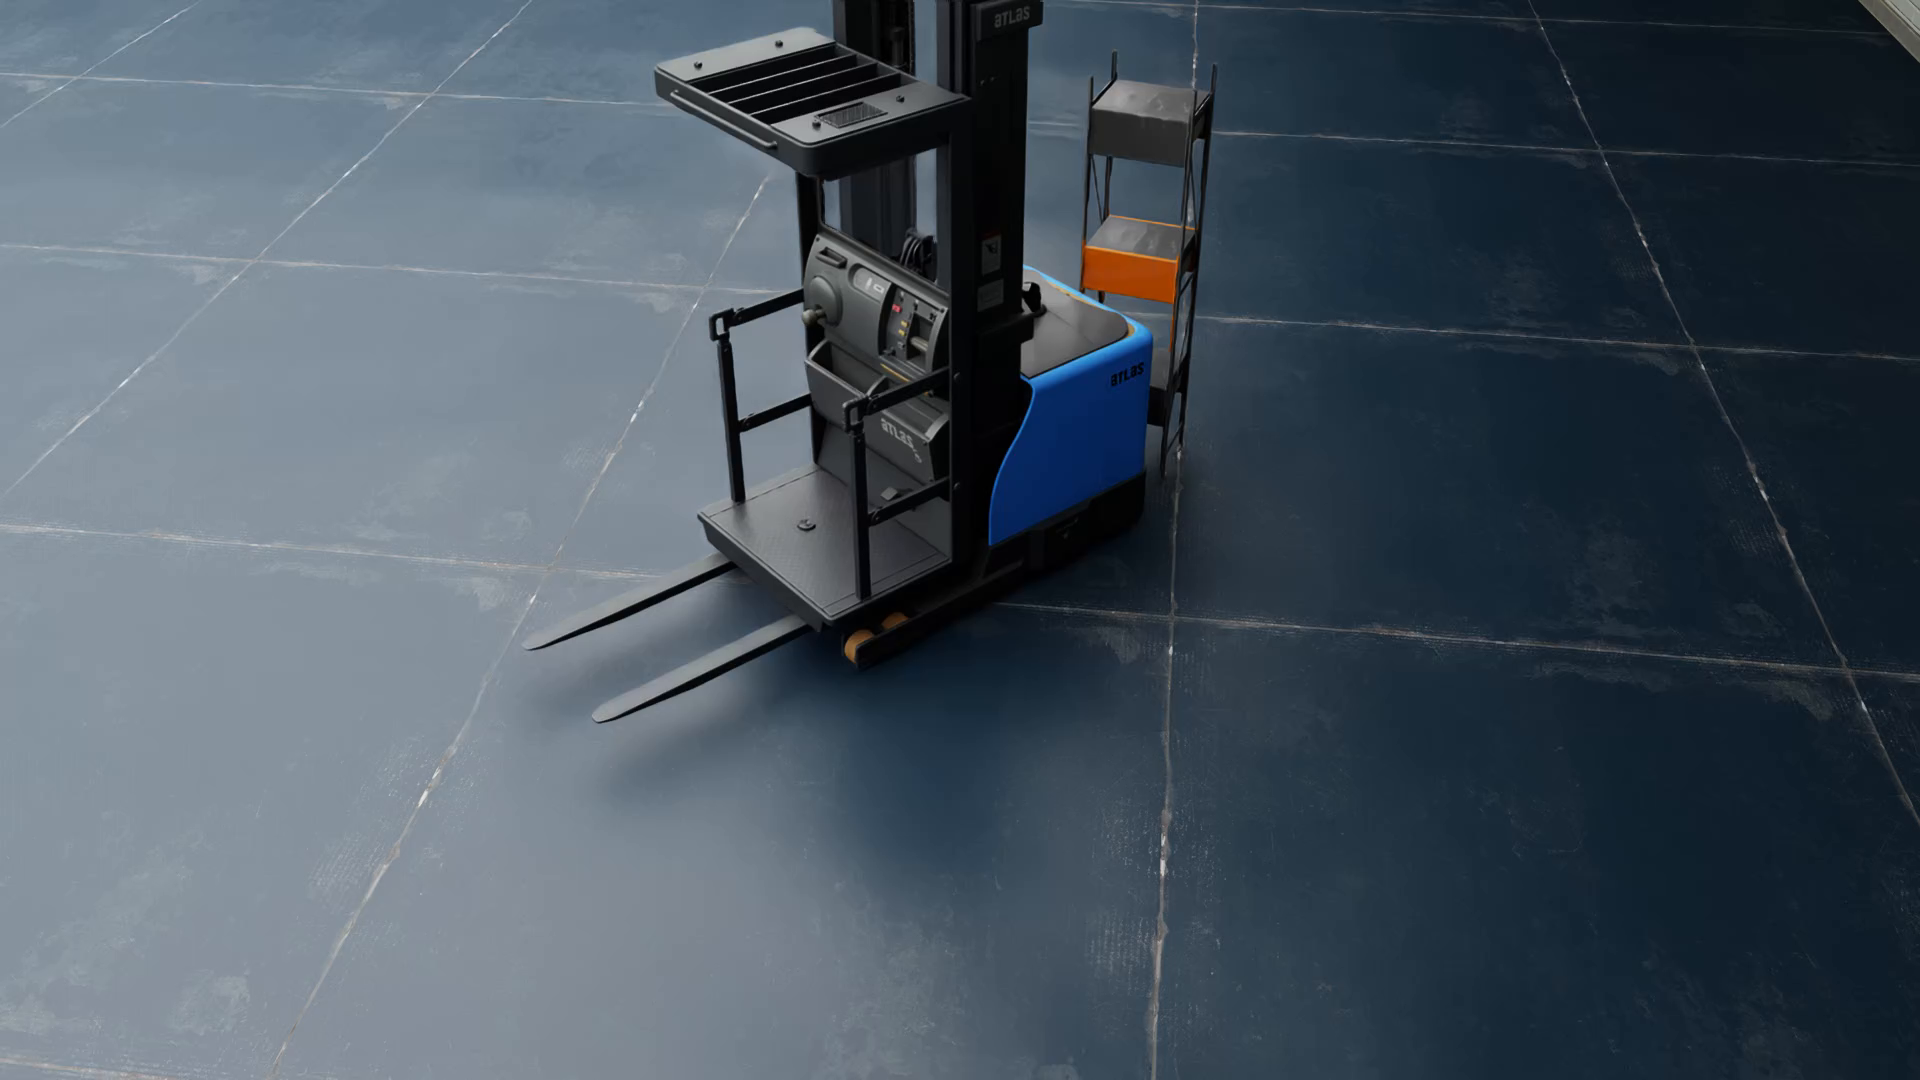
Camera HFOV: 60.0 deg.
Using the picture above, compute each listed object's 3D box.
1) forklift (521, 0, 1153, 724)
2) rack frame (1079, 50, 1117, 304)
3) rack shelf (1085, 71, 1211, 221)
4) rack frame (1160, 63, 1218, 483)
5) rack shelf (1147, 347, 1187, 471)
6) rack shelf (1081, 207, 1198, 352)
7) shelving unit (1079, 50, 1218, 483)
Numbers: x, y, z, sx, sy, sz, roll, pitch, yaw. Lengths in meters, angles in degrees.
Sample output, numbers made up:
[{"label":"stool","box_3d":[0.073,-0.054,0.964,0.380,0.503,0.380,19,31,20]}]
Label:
[{"label":"forklift","box_3d":[-0.534,-0.971,7.087,3.031,2.935,1.130,-26,43,-31]},{"label":"rack frame","box_3d":[0.667,-1.365,8.355,0.015,2.100,0.400,13,37,17]},{"label":"rack shelf","box_3d":[0.894,-1.872,7.884,0.480,0.518,0.431,13,37,17]},{"label":"rack frame","box_3d":[1.121,-1.261,8.210,0.015,2.100,0.400,13,37,17]},{"label":"rack shelf","box_3d":[0.894,-0.732,8.697,0.480,0.518,0.431,13,37,17]},{"label":"rack shelf","box_3d":[0.894,-1.302,8.290,0.480,0.518,0.431,13,37,17]},{"label":"shelving unit","box_3d":[0.894,-1.313,8.282,0.503,2.100,0.431,13,37,17]}]
